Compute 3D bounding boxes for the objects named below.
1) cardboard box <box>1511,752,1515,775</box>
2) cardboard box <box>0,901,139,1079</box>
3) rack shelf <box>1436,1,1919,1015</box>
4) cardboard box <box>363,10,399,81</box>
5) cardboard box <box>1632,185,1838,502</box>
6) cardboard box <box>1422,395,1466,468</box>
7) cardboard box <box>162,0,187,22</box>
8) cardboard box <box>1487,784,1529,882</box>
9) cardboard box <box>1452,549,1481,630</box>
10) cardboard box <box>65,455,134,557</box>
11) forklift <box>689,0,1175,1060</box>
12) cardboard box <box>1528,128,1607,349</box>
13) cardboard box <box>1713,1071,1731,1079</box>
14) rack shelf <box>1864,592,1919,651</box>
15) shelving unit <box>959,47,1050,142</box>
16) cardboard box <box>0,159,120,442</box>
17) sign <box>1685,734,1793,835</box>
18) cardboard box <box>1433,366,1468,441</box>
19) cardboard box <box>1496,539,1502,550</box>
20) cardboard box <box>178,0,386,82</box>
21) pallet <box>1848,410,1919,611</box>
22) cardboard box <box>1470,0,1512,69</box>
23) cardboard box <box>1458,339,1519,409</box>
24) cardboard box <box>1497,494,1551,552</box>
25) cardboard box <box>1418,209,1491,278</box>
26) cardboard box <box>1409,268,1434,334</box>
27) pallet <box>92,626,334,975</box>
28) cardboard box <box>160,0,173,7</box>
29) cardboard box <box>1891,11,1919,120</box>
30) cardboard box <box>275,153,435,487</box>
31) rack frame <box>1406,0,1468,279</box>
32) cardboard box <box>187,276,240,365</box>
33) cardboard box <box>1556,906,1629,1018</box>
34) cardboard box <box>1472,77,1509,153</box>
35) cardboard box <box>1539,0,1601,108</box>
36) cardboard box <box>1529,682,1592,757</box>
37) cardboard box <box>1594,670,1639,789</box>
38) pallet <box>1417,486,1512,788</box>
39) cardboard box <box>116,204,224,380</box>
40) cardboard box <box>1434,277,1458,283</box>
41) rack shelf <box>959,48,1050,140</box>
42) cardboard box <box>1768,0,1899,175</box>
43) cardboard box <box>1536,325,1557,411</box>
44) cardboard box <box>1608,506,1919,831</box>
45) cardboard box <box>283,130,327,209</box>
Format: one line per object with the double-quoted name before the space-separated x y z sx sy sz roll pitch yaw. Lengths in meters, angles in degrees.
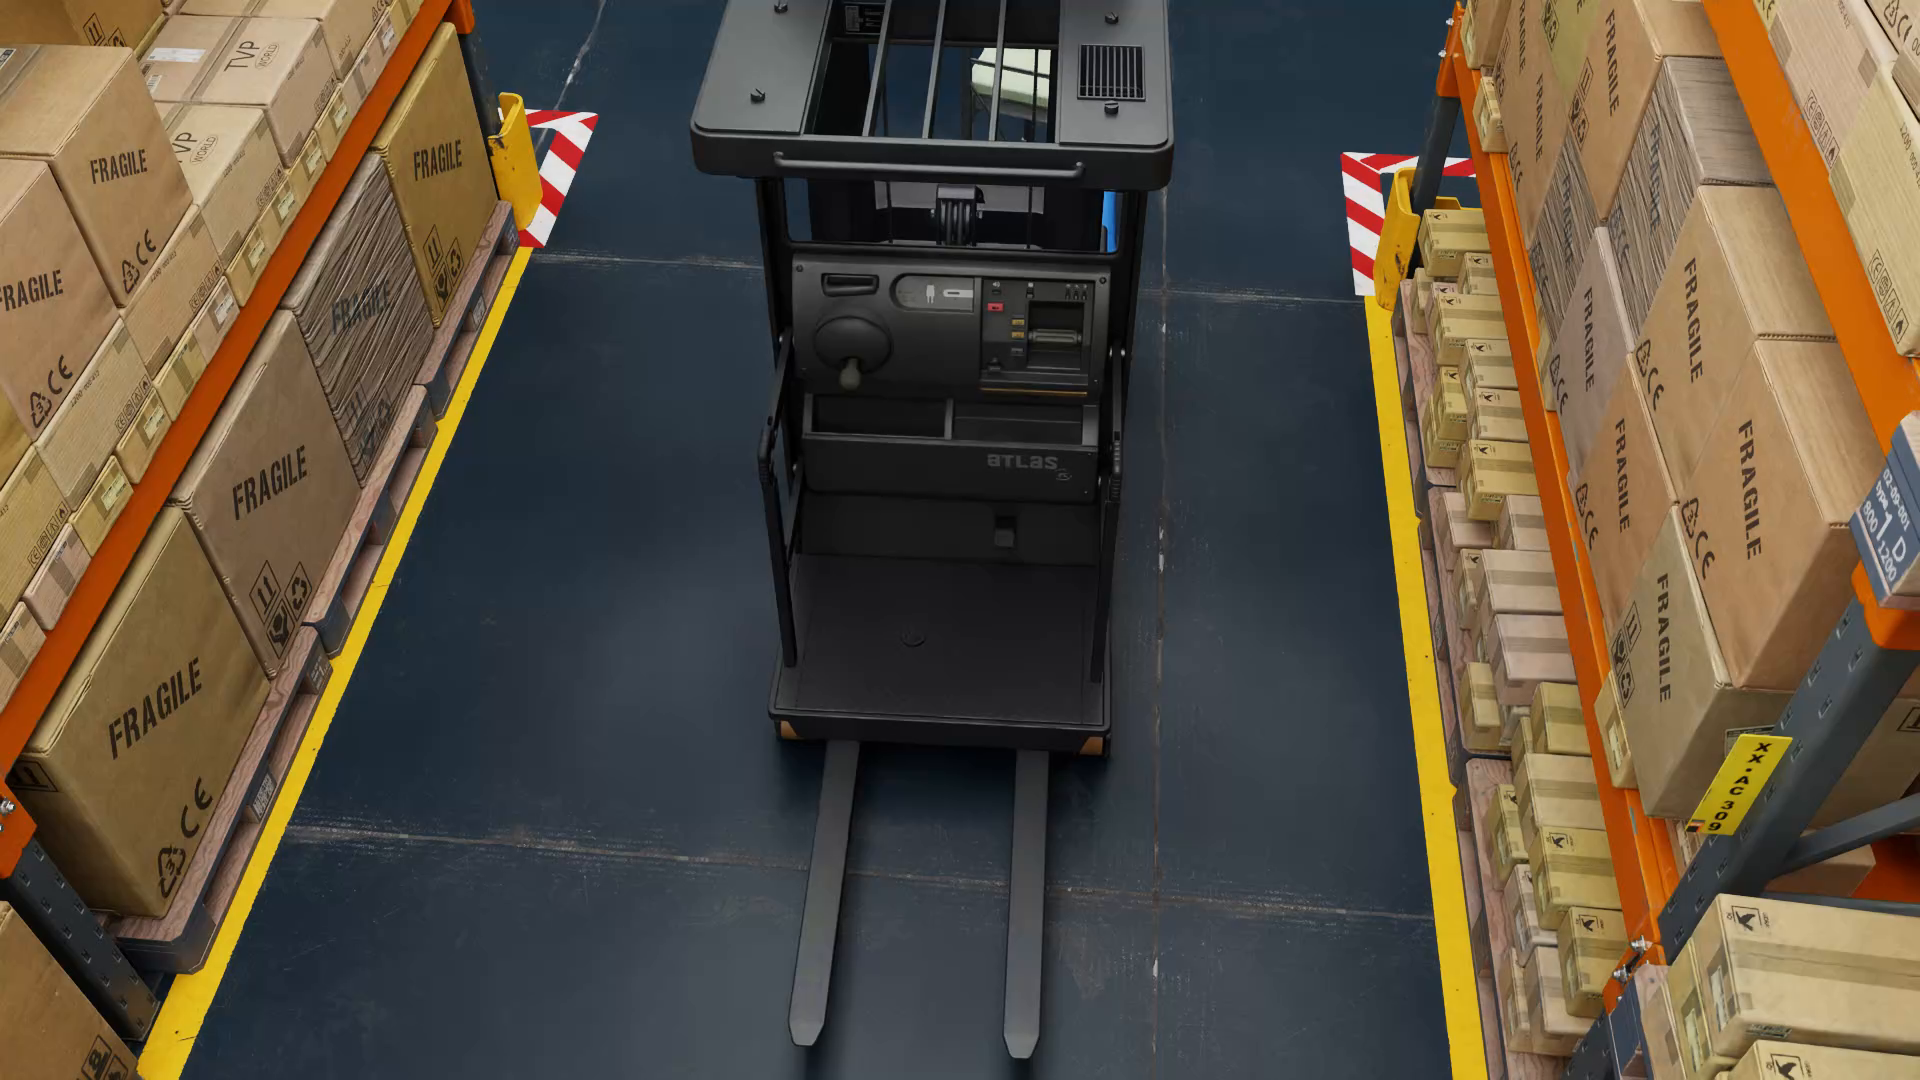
"cardboard box" 1.946 0.737 5.190 0.380 0.149 0.250 3 48 3
"cardboard box" -2.931 1.436 4.059 1.225 0.875 0.875 4 48 4
"rack shelf" 2.220 -0.430 5.098 1.077 0.370 4.000 4 48 4
"cardboard box" -2.278 -1.805 6.039 0.380 0.149 0.250 4 48 4
"cardboard box" 1.853 -0.419 3.653 0.500 0.500 0.500 3 48 2
"cardboard box" 1.945 -0.397 6.228 0.380 0.149 0.250 4 48 4
"cardboard box" -2.881 -1.883 5.840 0.500 0.250 0.500 3 48 3
"cardboard box" 1.769 0.866 4.871 0.380 0.149 0.250 2 48 2
"cardboard box" 1.908 0.179 5.701 0.380 0.149 0.250 4 48 4
"cardboard box" -2.487 -0.108 4.486 0.380 0.149 0.250 5 48 5
"forklift" -0.040 -0.525 4.744 1.130 2.935 3.031 3 48 2
"cardboard box" 1.965 -0.836 4.713 0.500 0.500 0.500 3 48 3
"cardboard box" 1.522 1.089 2.906 0.380 0.149 0.250 3 48 3
"rack shelf" 1.856 1.497 1.303 1.077 0.370 4.000 4 48 4
"shelving unit" 0.326 -1.483 6.590 0.431 1.500 0.755 16 49 14
"cardboard box" -2.541 -0.610 4.167 0.500 0.500 0.500 4 48 4
"sign" 1.497 0.474 3.197 0.100 0.325 0.005 4 48 4
"cardboard box" 1.952 -0.490 6.111 0.380 0.149 0.250 5 48 5
"cardboard box" 2.005 0.111 5.561 0.380 0.149 0.250 6 48 5
"cardboard box" -2.355 -1.853 5.812 0.500 0.250 0.500 3 48 3
"pallet" 1.875 0.294 2.042 1.213 0.211 1.003 4 48 4
"cardboard box" 2.086 -1.965 5.745 0.500 0.500 0.500 6 48 5
"cardboard box" 2.020 -0.586 5.997 0.380 0.149 0.250 2 48 2
"cardboard box" 1.988 -0.001 5.462 0.380 0.149 0.250 4 48 4
"cardboard box" 2.016 -1.161 6.523 0.380 0.149 0.250 2 48 2
"cardboard box" 2.036 -0.959 6.741 0.380 0.149 0.250 5 48 4
"pallet" -2.745 0.777 5.397 1.003 0.211 1.213 4 48 4
"cardboard box" -2.886 -2.151 5.577 0.500 0.500 0.500 3 48 3
"cardboard box" 1.827 -0.690 2.578 0.500 0.250 0.500 2 48 2
"cardboard box" -2.589 -0.831 6.132 0.875 0.875 0.875 4 48 4
"rack frame" 2.402 -2.142 6.177 1.000 3.000 0.127 4 48 4
"cardboard box" -2.417 -0.674 5.004 0.380 0.149 0.250 4 48 4
"cardboard box" 1.811 1.138 4.421 0.380 0.149 0.250 5 48 5
"cardboard box" 1.987 -1.458 5.721 0.380 0.149 0.250 3 48 2
"cardboard box" 1.988 -1.550 4.688 0.500 0.500 0.500 3 48 3
"cardboard box" 1.912 0.578 4.932 0.380 0.149 0.250 5 48 5
"cardboard box" 1.746 0.459 3.967 0.380 0.149 0.250 3 48 2
"pallet" 2.172 0.343 5.793 1.003 0.211 1.213 4 48 4
"cardboard box" -2.497 -0.734 4.789 0.500 0.250 0.500 5 48 4
"cardboard box" 2.099 -1.055 6.628 0.380 0.149 0.250 6 48 5
"rack shelf" 0.326 -1.747 6.302 0.431 0.370 0.720 16 49 14
"cardboard box" 1.871 -0.910 3.118 0.500 0.250 0.500 4 48 3
"cardboard box" 1.902 -0.498 4.843 0.380 0.149 0.250 5 48 4
"cardboard box" 1.801 0.288 3.684 0.500 0.500 0.500 4 48 4
"cardboard box" -2.347 -1.240 5.522 0.380 0.149 0.250 4 48 4
